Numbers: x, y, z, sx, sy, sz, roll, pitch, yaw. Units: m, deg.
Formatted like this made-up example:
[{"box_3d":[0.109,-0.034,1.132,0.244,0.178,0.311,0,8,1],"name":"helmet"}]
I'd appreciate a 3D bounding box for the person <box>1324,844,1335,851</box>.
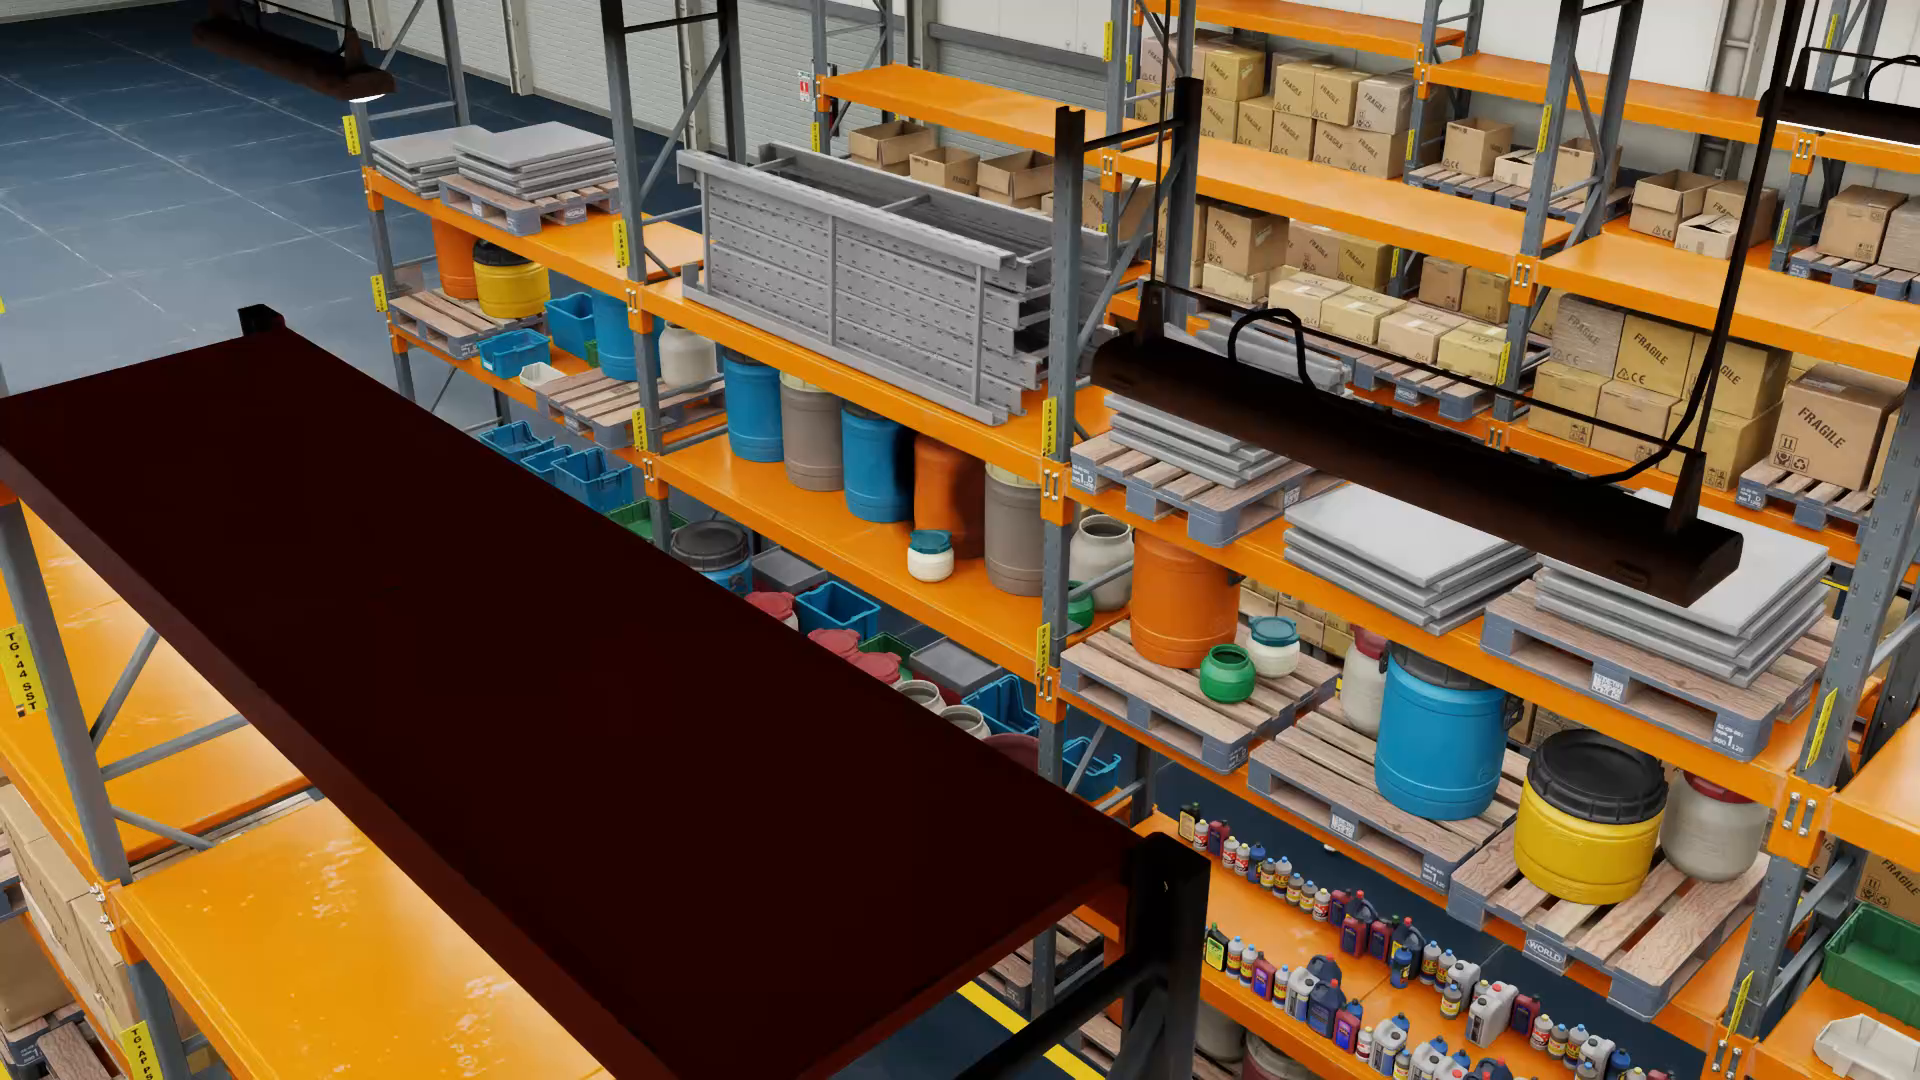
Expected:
[{"box_3d":[3.050,1.588,12.128,0.539,1.652,0.477,-19,34,-31],"name":"person"}]
